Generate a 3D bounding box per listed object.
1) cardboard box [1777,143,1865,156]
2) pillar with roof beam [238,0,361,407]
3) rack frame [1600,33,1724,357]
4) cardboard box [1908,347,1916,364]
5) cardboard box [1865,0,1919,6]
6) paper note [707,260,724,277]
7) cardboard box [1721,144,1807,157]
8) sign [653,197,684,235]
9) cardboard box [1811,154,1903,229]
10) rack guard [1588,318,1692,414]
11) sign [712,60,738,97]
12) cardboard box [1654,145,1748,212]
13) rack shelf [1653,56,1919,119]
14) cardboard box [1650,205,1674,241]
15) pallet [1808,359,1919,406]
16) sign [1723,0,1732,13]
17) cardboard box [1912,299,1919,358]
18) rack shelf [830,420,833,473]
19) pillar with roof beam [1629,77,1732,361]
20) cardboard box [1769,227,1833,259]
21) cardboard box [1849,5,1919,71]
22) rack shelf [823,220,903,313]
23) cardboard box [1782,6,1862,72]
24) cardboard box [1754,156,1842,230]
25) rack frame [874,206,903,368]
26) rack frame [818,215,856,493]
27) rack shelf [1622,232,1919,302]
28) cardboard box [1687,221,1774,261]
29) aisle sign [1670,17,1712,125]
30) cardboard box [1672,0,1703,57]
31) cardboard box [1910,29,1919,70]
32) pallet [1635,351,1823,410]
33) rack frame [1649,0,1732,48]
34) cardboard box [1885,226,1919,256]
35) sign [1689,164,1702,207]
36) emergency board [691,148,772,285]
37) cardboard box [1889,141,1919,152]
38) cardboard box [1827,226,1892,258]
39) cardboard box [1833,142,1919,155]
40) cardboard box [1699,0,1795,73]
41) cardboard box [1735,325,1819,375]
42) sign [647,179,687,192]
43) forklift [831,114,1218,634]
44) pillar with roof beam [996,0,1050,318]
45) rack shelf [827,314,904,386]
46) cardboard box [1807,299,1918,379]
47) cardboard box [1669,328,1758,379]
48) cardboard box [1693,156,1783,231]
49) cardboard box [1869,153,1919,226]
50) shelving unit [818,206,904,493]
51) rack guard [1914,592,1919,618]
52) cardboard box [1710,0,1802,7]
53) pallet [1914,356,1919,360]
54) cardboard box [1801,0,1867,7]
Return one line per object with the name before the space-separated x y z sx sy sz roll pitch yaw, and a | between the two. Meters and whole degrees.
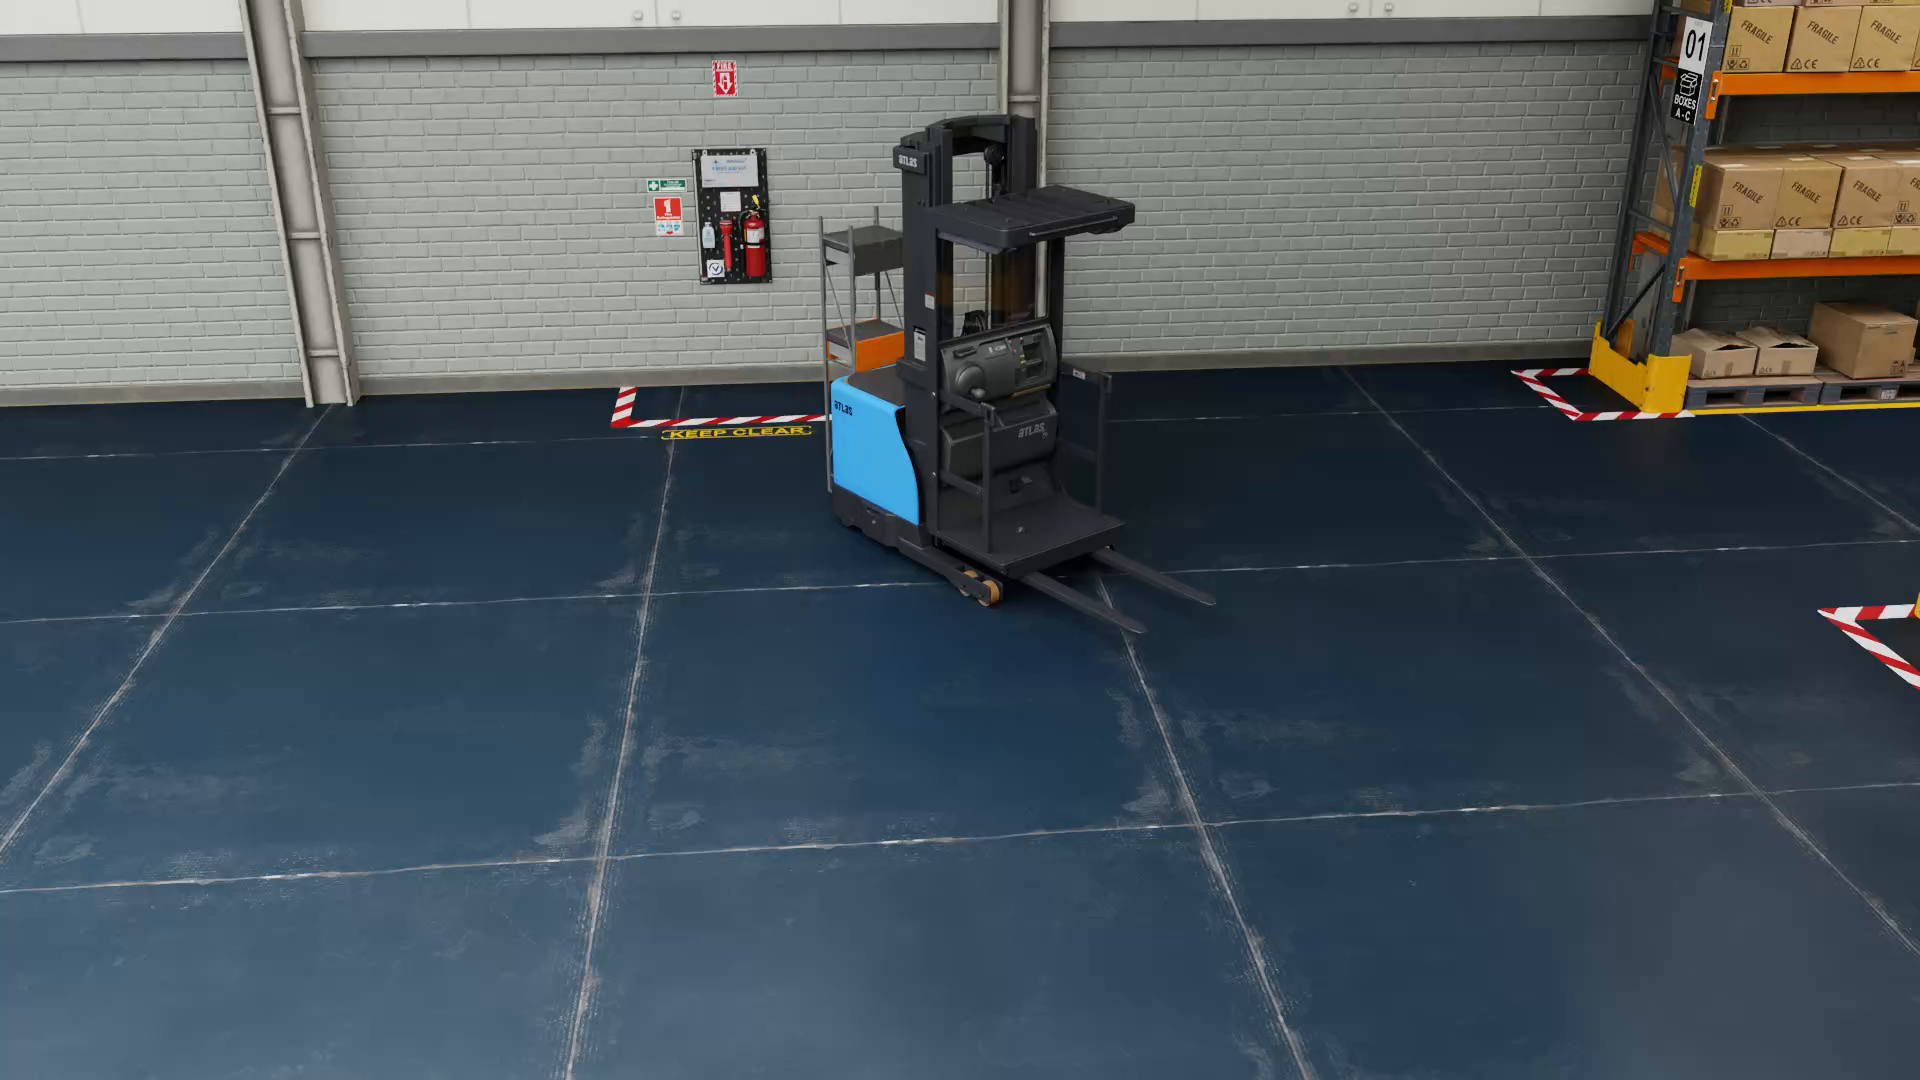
cardboard box | 7.347 -3.112 14.295 0.500 0.500 0.500 -3 24 -7
pillar with roof beam | -5.024 -3.585 8.737 0.400 9.000 9.100 -2 24 -5
rack frame | 5.883 -2.686 14.099 0.127 3.000 1.000 -2 24 -5
cardboard box | 8.270 -1.688 14.822 0.250 0.149 0.380 -4 24 -9
cardboard box | 7.304 -4.510 13.131 0.500 0.500 0.500 -2 24 -4
paper note | -2.122 -2.359 14.448 0.142 0.148 0.016 -2 24 -5
cardboard box | 6.833 -3.090 14.245 0.500 0.500 0.500 -2 24 -4
sign | -2.500 -2.776 14.259 0.234 0.329 0.001 -2 24 -5
cardboard box | 7.395 -2.900 13.819 0.500 0.500 0.500 -3 24 -7
rack guard | 5.959 -1.546 14.613 0.348 0.500 1.175 -2 24 -5
sign | -1.957 -3.840 13.841 0.199 0.298 0.001 -2 24 -5
cardboard box | 6.331 -3.074 14.209 0.500 0.500 0.500 -3 24 -6
rack shelf | 7.874 -3.807 13.815 4.000 0.370 1.077 -2 24 -5
cardboard box | 6.329 -2.723 14.344 0.500 0.250 0.500 -2 24 -4
pallet | 7.982 -1.480 14.820 1.213 0.211 1.003 -2 24 -5
sign | 5.937 -4.236 12.819 0.005 0.325 0.100 -2 24 -5
cardboard box | 8.835 -1.846 14.747 0.500 0.500 0.500 -4 24 -9
rack shelf | -0.679 -0.678 12.448 0.480 0.518 0.431 -18 30 -35
pillar with roof beam | 6.918 -4.064 9.815 0.400 9.000 9.100 -2 24 -5
cardboard box | 6.915 -2.544 13.940 0.500 0.250 0.500 -3 24 -7
cardboard box | 7.295 -4.053 13.334 0.500 0.500 0.500 -1 24 -3
rack shelf | -0.679 -1.958 11.879 0.480 0.518 0.431 -18 30 -35
cardboard box | 6.779 -4.030 13.284 0.500 0.500 0.500 -1 24 -2
cardboard box | 6.881 -2.882 13.778 0.500 0.500 0.500 -2 24 -5
rack frame | -0.489 -1.393 12.298 0.015 2.100 0.400 -18 30 -35
rack frame | -0.869 -1.268 12.018 0.015 2.100 0.400 -18 30 -35
rack shelf | 7.874 -2.437 14.425 4.000 0.370 1.077 -2 24 -5
cardboard box | 6.400 -2.517 13.880 0.500 0.250 0.500 -3 24 -7
aisle sign | 5.841 -3.749 13.292 0.004 0.787 0.394 -2 24 -5
cardboard box | 6.274 -4.230 13.733 0.500 0.500 0.500 -1 24 -1
cardboard box | 7.826 -4.083 13.402 0.500 0.500 0.500 -1 24 -2
pallet | 6.771 -1.432 14.713 1.213 0.211 1.003 -2 24 -5
rack frame | 5.883 -5.427 12.880 0.127 3.000 1.000 -2 24 -5
cardboard box | 7.926 -2.581 14.024 0.500 0.250 0.500 -2 24 -5
sign | 5.937 -2.862 13.430 0.005 0.325 0.100 -2 24 -5
emergency board | -1.939 -2.740 14.222 0.643 1.169 0.194 -2 24 -5
cardboard box | 8.364 -3.157 14.397 0.500 0.500 0.500 -2 24 -4
cardboard box | 7.423 -2.562 13.980 0.500 0.250 0.500 -3 24 -6
cardboard box | 7.849 -3.132 14.341 0.500 0.500 0.500 -2 24 -4
cardboard box | 6.241 -4.023 13.268 0.500 0.500 0.500 -2 24 -4
cardboard box | 7.148 -1.672 14.587 0.500 0.311 0.500 0 24 -1
sign | -2.494 -3.015 14.144 0.331 0.109 0.001 -2 24 -5
forklift | 0.393 -1.141 10.708 1.130 2.935 3.031 -18 30 -35
pillar with roof beam | 0.947 -3.825 9.276 0.400 9.000 9.100 -2 24 -5
rack shelf | -0.679 -1.318 12.164 0.480 0.518 0.431 -18 30 -35
cardboard box | 7.883 -1.767 14.569 0.500 0.500 0.700 -4 24 -8
cardboard box | 6.581 -1.649 14.536 0.500 0.311 0.500 -5 24 -11
cardboard box | 6.388 -2.866 13.743 0.500 0.500 0.500 -2 24 -5
cardboard box | 7.908 -2.926 13.876 0.500 0.500 0.500 -2 24 -3
shelving unit | -0.679 -1.330 12.158 0.503 2.100 0.431 -18 30 -35
rack guard | 6.350 0.460 10.100 0.348 0.500 1.175 -2 24 -5
cardboard box | 6.290 -4.485 13.076 0.500 0.500 0.500 -4 24 -9
pallet | 9.199 -1.530 14.932 1.213 0.211 1.003 -2 24 -5
cardboard box | 6.795 -4.485 13.075 0.500 0.500 0.500 -3 24 -6
